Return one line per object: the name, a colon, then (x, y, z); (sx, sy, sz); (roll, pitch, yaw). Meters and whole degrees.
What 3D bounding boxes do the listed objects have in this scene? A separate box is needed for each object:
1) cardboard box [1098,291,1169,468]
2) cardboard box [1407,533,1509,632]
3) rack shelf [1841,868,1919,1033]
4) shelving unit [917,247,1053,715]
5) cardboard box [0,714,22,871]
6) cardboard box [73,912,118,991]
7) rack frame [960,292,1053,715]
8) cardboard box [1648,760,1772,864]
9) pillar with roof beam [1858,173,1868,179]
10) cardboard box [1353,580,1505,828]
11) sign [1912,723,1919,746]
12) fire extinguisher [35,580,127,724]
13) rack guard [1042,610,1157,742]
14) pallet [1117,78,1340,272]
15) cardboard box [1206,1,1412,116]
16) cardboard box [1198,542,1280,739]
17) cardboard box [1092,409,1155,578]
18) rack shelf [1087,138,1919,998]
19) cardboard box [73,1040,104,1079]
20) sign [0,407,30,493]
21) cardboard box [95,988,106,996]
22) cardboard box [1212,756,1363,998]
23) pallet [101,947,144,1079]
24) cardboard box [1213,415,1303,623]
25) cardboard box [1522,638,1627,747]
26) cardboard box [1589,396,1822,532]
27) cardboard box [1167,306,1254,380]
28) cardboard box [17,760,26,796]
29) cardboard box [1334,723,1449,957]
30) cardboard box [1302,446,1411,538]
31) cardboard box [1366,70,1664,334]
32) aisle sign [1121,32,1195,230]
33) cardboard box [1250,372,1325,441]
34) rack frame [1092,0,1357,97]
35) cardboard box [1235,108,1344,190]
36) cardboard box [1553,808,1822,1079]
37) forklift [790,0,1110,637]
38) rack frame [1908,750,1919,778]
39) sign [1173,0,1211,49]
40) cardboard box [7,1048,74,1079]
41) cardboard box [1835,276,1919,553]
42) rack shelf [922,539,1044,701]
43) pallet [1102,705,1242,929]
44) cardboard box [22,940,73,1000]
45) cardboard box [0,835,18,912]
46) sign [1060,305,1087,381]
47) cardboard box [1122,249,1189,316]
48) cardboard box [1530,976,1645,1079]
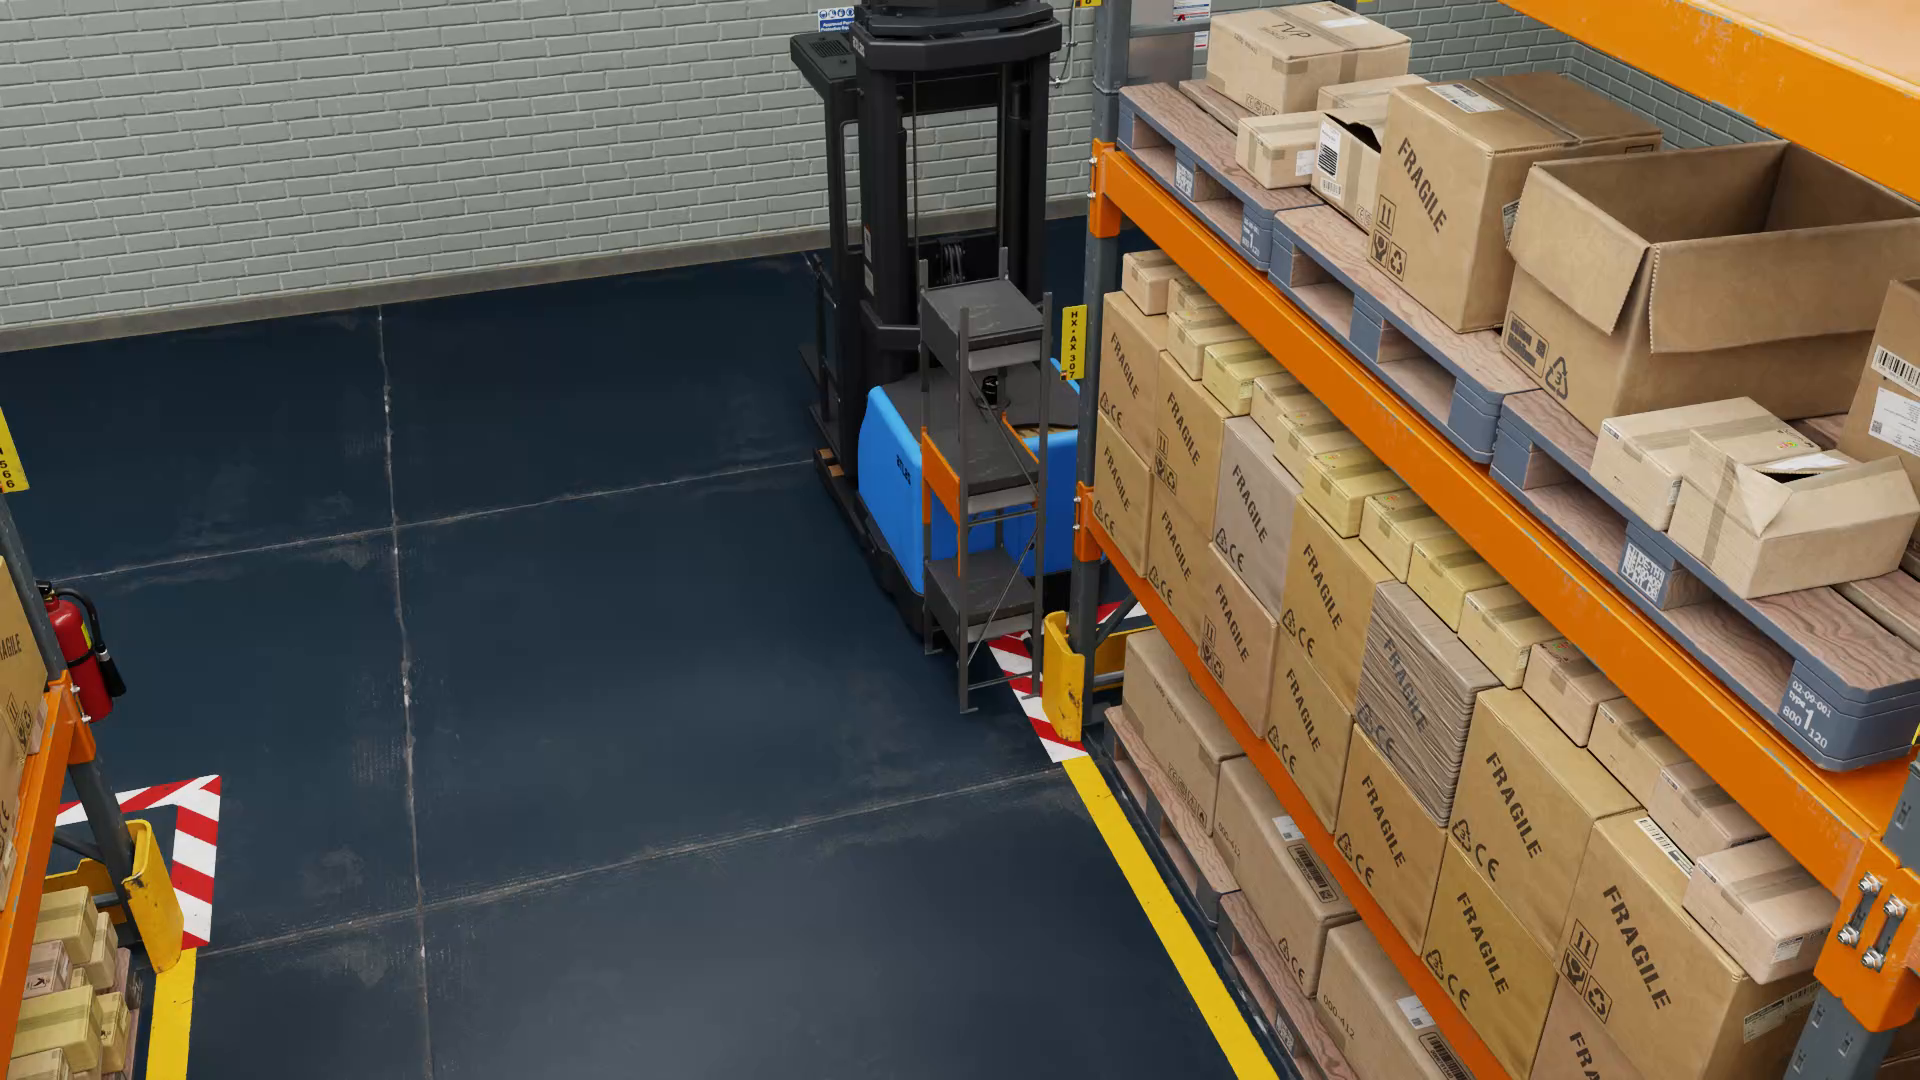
cardboard box: (0.862, -0.645, 6.328); (0.500, 0.500, 0.500); (-11, 35, -16)
cardboard box: (1.480, 0.094, 4.620); (0.380, 0.149, 0.250); (-11, 35, -16)
rack shelf: (2.817, 1.712, 1.689); (1.077, 0.370, 4.000); (-10, 35, -15)
shelving unit: (0.102, -0.221, 7.499); (0.431, 2.100, 0.503); (-12, 35, -17)
cardboard box: (-3.162, 0.697, 4.933); (0.500, 0.500, 0.500); (-11, 35, -16)
cardboard box: (-3.263, 1.518, 5.986); (0.380, 0.149, 0.250); (-11, 35, -16)
rack frame: (0.188, -0.095, 7.309); (0.400, 2.100, 0.015); (-12, 35, -17)
cardboard box: (1.833, 0.619, 3.825); (0.380, 0.149, 0.250); (-9, 35, -14)
pillar with roof beam: (1.649, -4.669, 7.973); (9.100, 9.000, 0.400); (-10, 35, -15)
cardboard box: (1.489, 0.420, 4.715); (0.500, 0.500, 0.500); (-10, 35, -14)
sign: (1.679, 0.208, 2.773); (0.100, 0.325, 0.005); (-10, 35, -15)
fire extinguisher: (-3.334, 0.377, 6.186); (0.296, 0.674, 0.183); (-10, 35, -15)
rack guard: (0.980, 0.544, 7.793); (1.175, 0.500, 0.348); (-10, 35, -15)
pallet: (1.223, -1.313, 5.696); (1.003, 0.211, 1.213); (-10, 35, -15)
cardboard box: (1.210, -1.671, 5.821); (0.500, 0.250, 0.500); (-13, 36, -19)
cardboard box: (1.179, 0.303, 5.799); (0.500, 0.500, 0.500); (-10, 35, -15)
cardboard box: (0.860, -0.228, 6.603); (0.500, 0.500, 0.500); (-10, 35, -15)
rack shelf: (1.597, -0.388, 4.867); (1.077, 0.370, 4.000); (-10, 35, -15)
cardboard box: (-3.103, 1.791, 5.574); (0.380, 0.149, 0.250); (-11, 35, -17)
sign: (-3.162, -0.299, 5.464); (0.100, 0.325, 0.005); (-10, 35, -15)
cardboard box: (-3.337, 1.655, 6.050); (0.380, 0.149, 0.250); (-9, 35, -14)
cardboard box: (1.571, 1.216, 6.451); (0.875, 0.438, 0.875); (-9, 35, -13)
pallet: (-3.459, 2.035, 5.799); (1.003, 0.211, 1.213); (-10, 35, -15)
cardboard box: (1.191, -0.106, 5.512); (0.500, 0.500, 0.500); (-10, 35, -15)
cardboard box: (1.672, 0.357, 4.223); (0.380, 0.149, 0.250); (-10, 35, -15)
cardboard box: (1.627, -0.170, 3.642); (0.380, 0.149, 0.250); (-9, 35, -14)
cardboard box: (0.950, -0.702, 5.824); (0.380, 0.149, 0.250); (-9, 34, -13)
cardboard box: (-3.287, 0.764, 5.420); (0.380, 0.149, 0.250); (-10, 35, -15)
cardboard box: (1.493, 0.841, 4.986); (0.500, 0.500, 0.500); (-11, 35, -15)
cardboard box: (1.265, -0.162, 5.007); (0.380, 0.149, 0.250); (-11, 35, -16)
cardboard box: (1.459, -0.913, 4.447); (0.500, 0.500, 0.500); (-9, 35, -14)
aisle sign: (0.689, -1.560, 6.351); (0.394, 0.787, 0.004); (-10, 35, -15)
cardboard box: (1.177, -0.437, 5.425); (0.380, 0.149, 0.250); (-10, 35, -14)
rack frame: (0.987, -2.989, 5.431); (1.000, 3.000, 0.127); (-10, 35, -15)
cardboard box: (1.100, -1.240, 5.261); (0.380, 0.149, 0.250); (-9, 34, -13)
cardboard box: (1.800, 0.953, 3.908); (0.500, 0.500, 0.500); (-10, 35, -15)
forklift: (-0.207, -1.551, 8.758); (1.130, 2.935, 3.031); (-11, 35, -16)
rack frame: (2.207, -0.889, 2.253); (1.000, 3.000, 0.127); (-10, 35, -15)
sign: (1.697, -3.872, 12.294); (0.329, 0.494, 0.001); (-10, 35, -15)
cardboard box: (-3.053, 1.803, 5.285); (0.380, 0.149, 0.250); (-11, 35, -17)
cardboard box: (2.228, -0.241, 3.430); (0.500, 0.500, 0.500); (-9, 35, -14)
rack shelf: (0.102, 0.374, 7.893); (0.431, 0.518, 0.480); (-12, 35, -17)
pallet: (1.306, 1.084, 7.238); (1.003, 0.211, 1.213); (-10, 35, -15)
cardboard box: (-3.271, 1.542, 5.681); (0.380, 0.149, 0.250); (-9, 35, -14)
cardboard box: (-3.097, 1.024, 5.028); (0.380, 0.149, 0.250); (-9, 35, -13)
sign: (0.457, -0.790, 6.688); (0.100, 0.325, 0.005); (-10, 35, -15)
cardboard box: (0.832, -0.983, 6.250); (0.380, 0.149, 0.250); (-9, 35, -14)
cardboard box: (1.822, 1.371, 4.182); (0.500, 0.500, 0.500); (-10, 35, -14)
